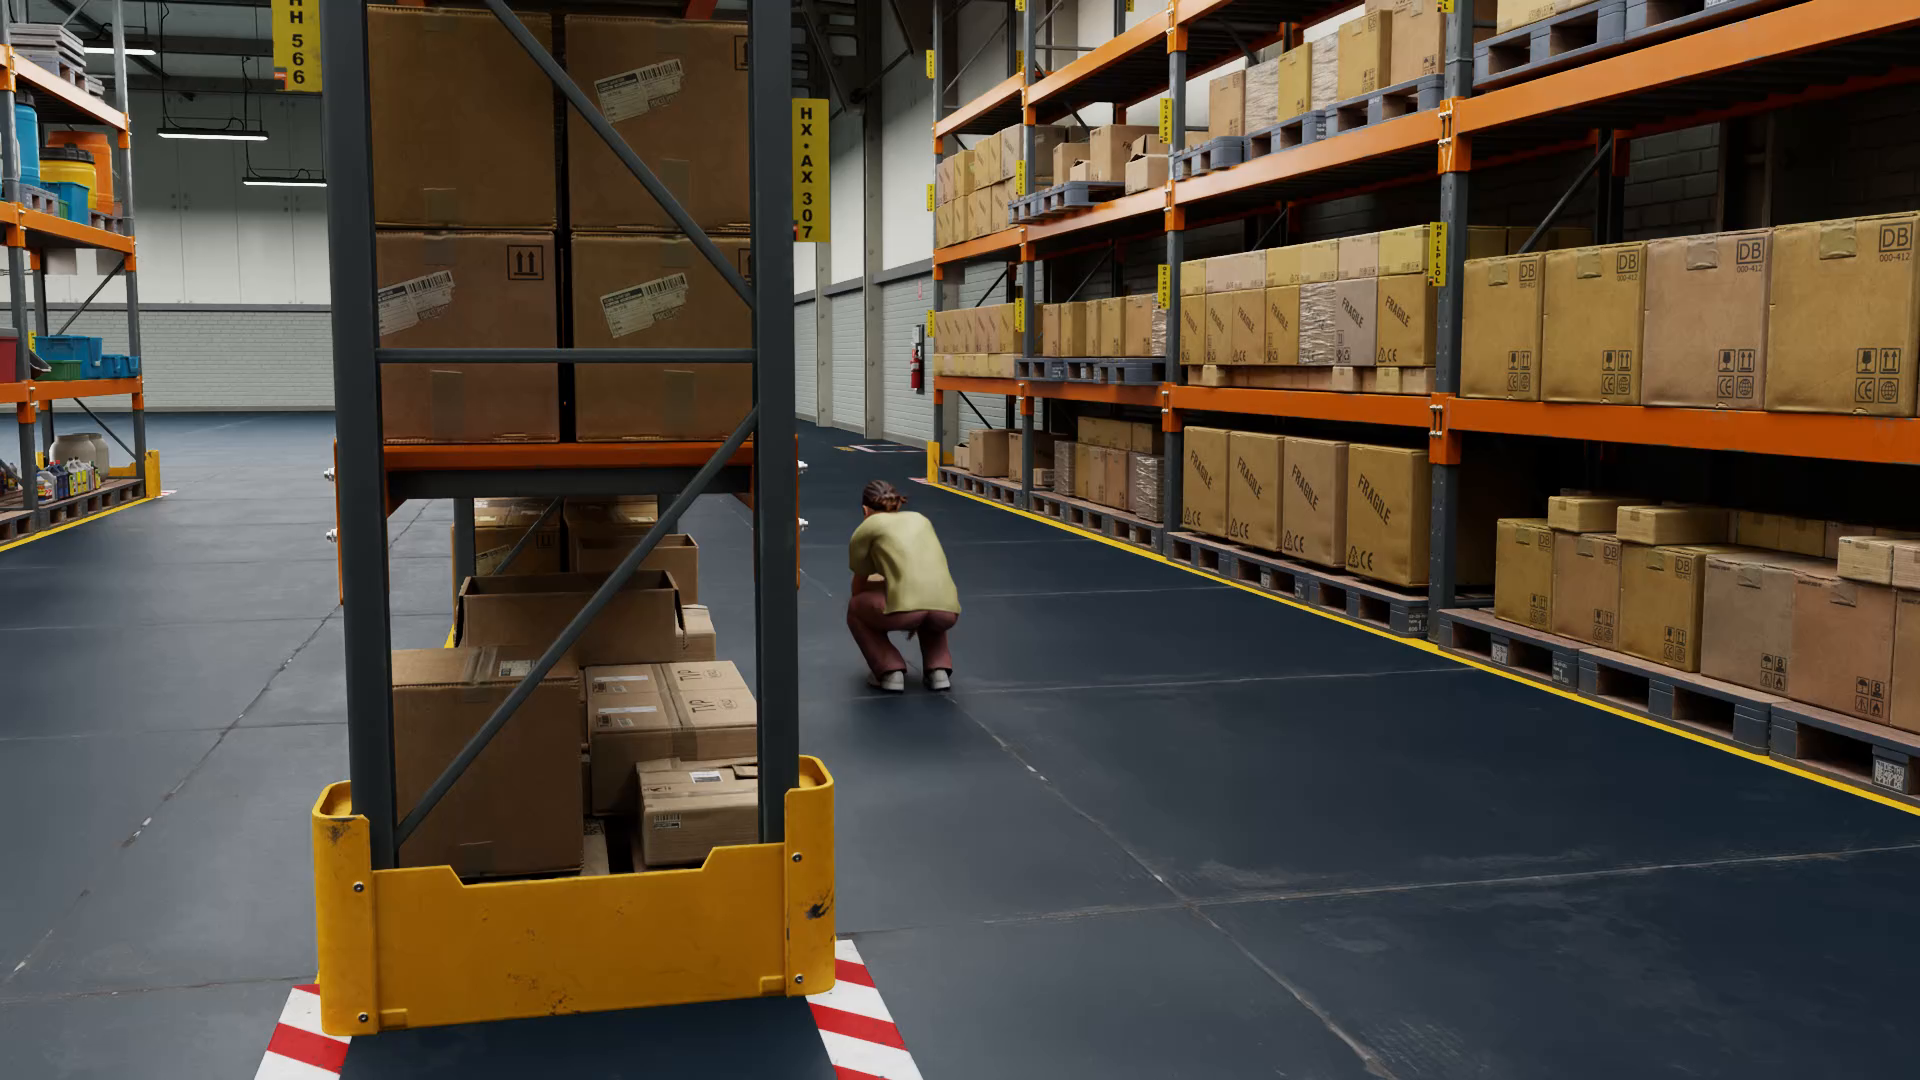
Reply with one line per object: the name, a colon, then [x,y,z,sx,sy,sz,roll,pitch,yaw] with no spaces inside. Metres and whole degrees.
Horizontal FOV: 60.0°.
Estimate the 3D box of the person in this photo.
person: [-0.276,0.200,7.767,0.472,0.938,0.804,-2,7,-18]
